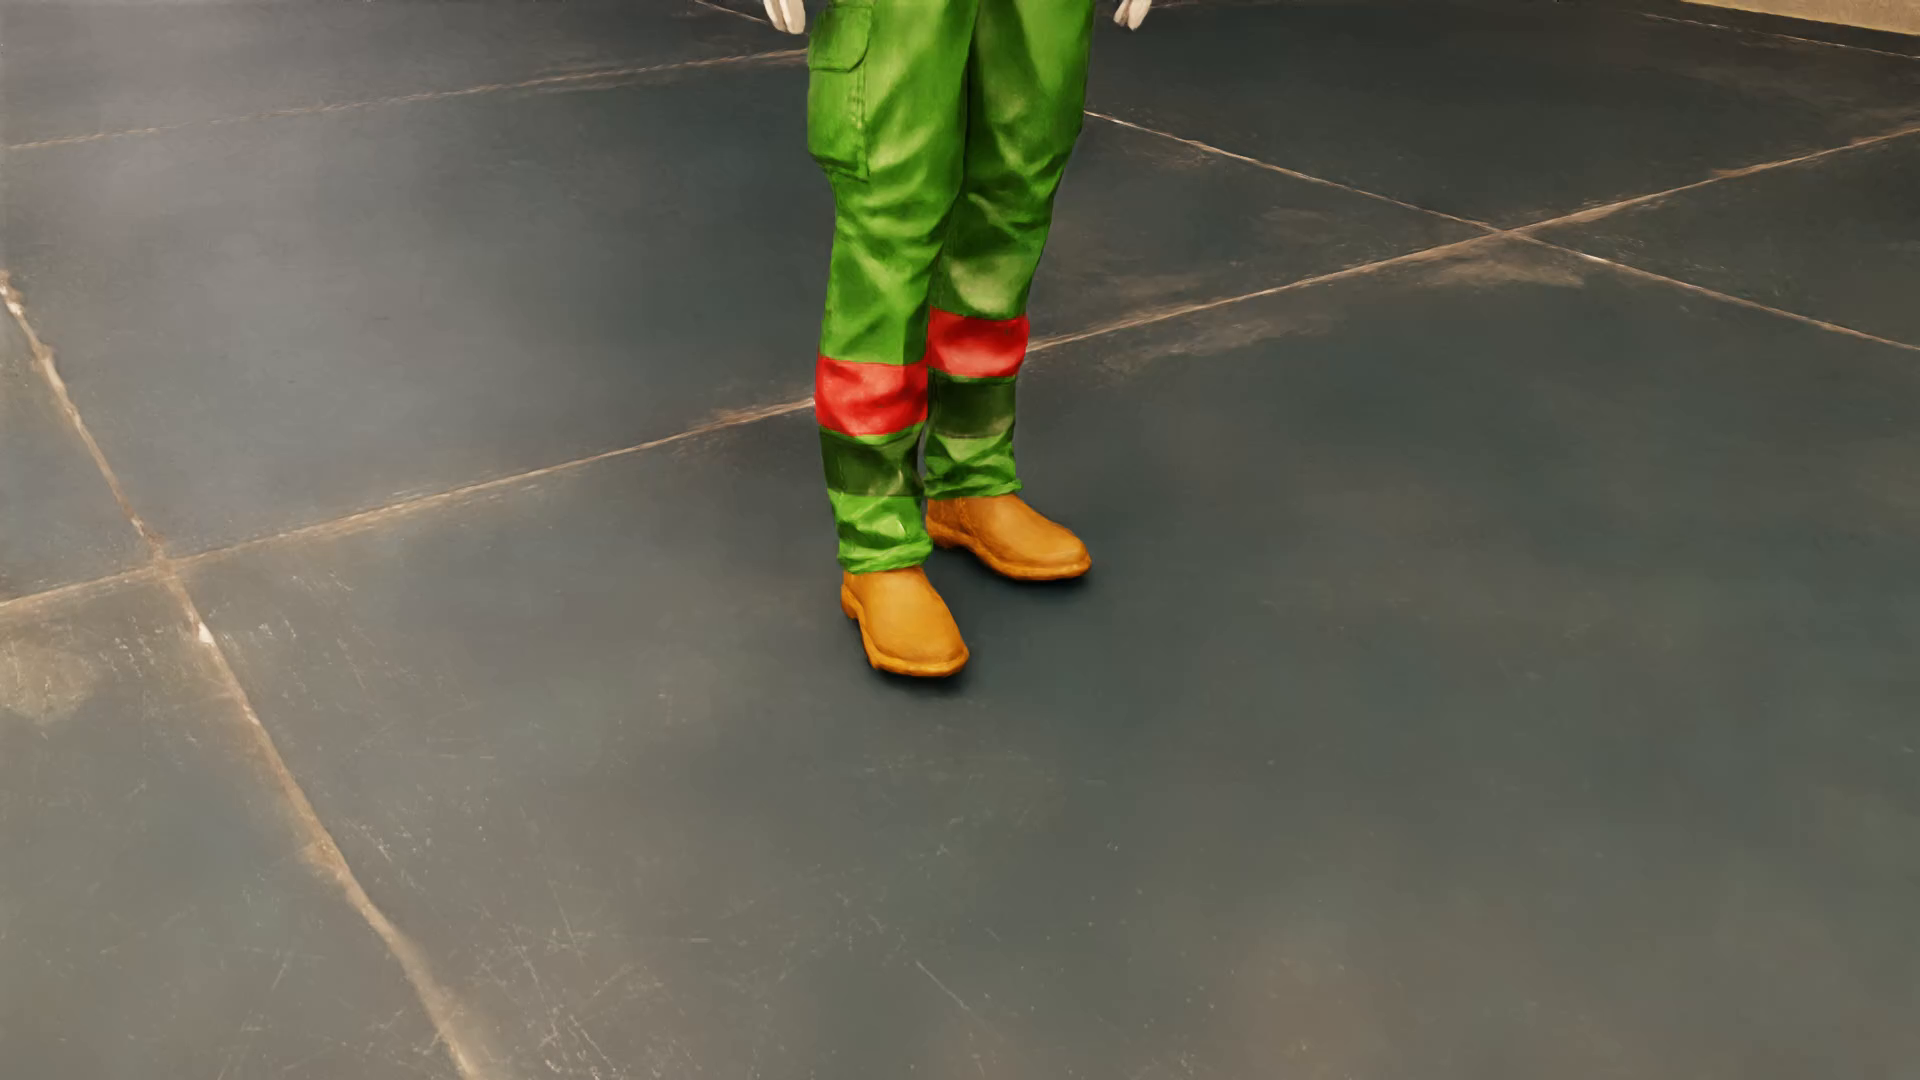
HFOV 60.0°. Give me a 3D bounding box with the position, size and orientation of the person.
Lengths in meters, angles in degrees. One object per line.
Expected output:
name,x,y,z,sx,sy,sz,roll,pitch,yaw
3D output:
person,0.037,-0.773,2.031,0.637,1.787,0.563,-17,31,-31
